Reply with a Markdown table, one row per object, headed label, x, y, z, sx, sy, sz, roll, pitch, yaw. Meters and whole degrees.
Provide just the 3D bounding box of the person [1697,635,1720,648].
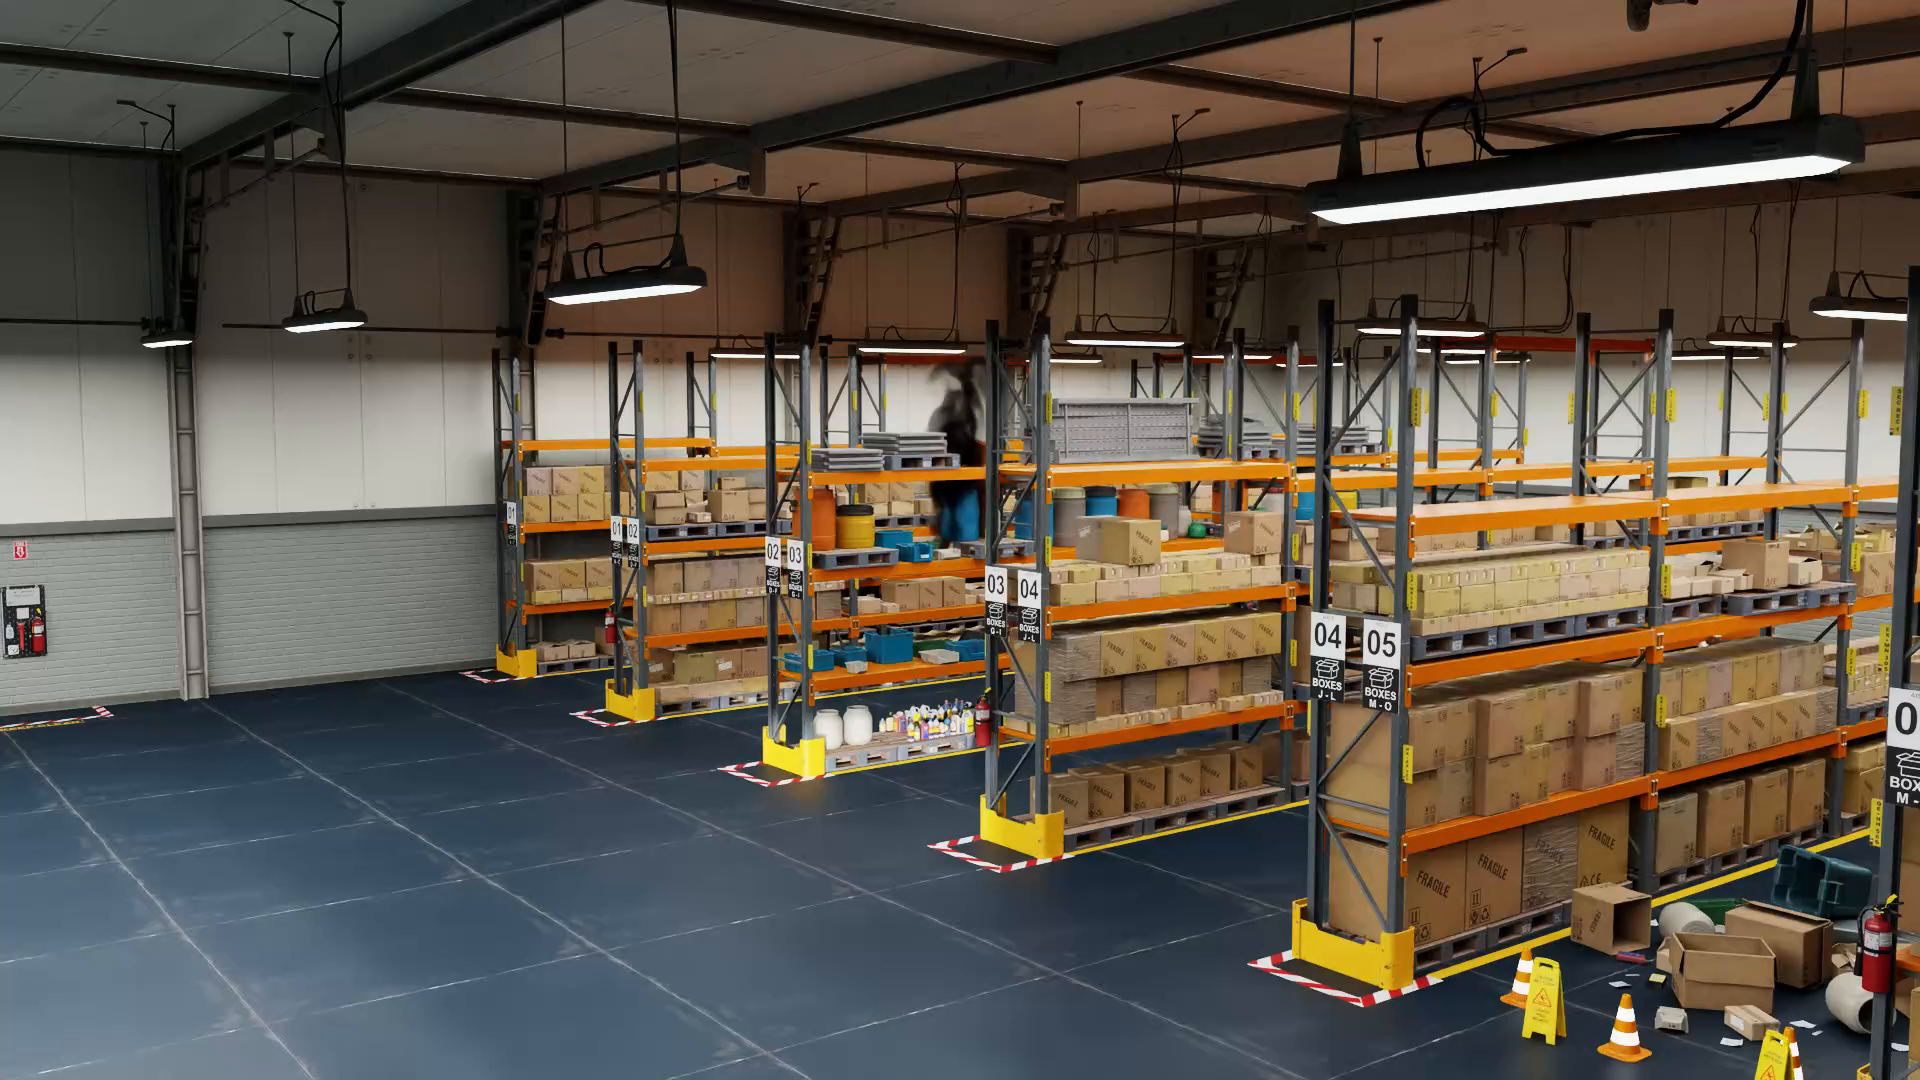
| label | x | y | z | sx | sy | sz | roll | pitch | yaw |
| --- | --- | --- | --- | --- | --- | --- | --- | --- | --- |
| person | 11.311 | 2.144 | 24.905 | 0.675 | 1.705 | 0.724 | 5 | 7 | 44 |
